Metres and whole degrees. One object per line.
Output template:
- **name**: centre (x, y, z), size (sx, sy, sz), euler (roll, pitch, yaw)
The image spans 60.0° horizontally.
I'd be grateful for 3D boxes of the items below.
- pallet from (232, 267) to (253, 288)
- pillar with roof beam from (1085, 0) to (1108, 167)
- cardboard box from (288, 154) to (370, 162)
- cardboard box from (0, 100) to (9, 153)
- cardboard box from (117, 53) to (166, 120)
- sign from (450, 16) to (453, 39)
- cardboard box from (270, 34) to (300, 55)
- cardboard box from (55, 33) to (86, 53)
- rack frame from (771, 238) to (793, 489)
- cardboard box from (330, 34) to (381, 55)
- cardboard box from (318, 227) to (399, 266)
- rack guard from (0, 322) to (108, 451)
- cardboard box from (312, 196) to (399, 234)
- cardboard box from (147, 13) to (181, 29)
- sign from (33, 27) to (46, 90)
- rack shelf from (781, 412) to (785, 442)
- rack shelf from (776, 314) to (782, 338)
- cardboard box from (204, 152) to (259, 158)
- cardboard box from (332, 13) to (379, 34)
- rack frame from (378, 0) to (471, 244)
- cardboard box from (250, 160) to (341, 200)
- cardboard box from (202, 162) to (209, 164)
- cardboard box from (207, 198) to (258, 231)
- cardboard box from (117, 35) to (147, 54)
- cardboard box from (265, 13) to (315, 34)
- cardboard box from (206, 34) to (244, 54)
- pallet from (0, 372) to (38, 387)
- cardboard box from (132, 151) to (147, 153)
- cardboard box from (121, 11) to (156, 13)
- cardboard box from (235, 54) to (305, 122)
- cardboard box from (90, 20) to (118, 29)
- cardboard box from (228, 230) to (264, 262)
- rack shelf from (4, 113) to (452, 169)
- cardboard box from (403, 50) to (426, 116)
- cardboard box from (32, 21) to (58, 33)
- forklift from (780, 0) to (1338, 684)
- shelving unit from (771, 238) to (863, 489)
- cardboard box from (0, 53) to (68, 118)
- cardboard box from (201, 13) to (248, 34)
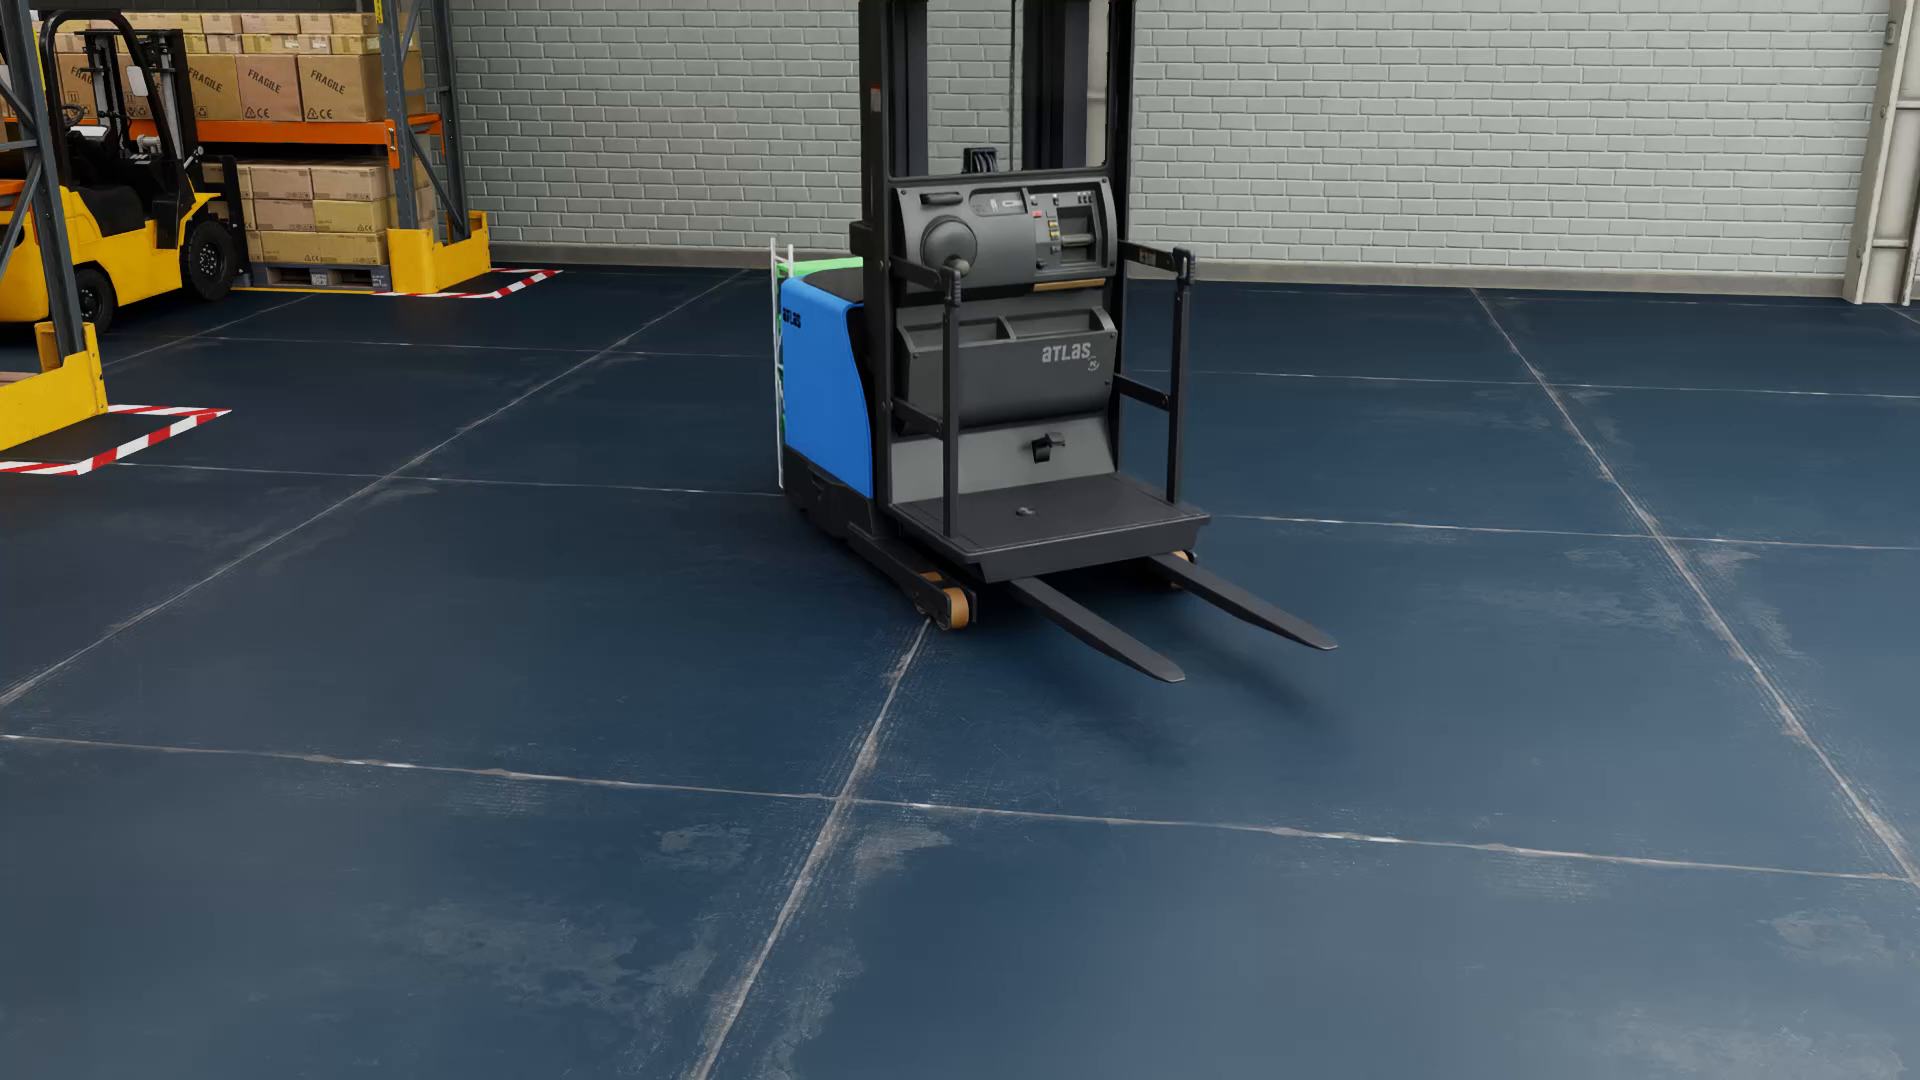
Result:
- **pallet**: centre (-6.224, -2.314, 13.886), size (1.213, 0.211, 1.003), euler (3, 19, 9)
- **pillar with roof beam**: centre (0.435, -5.060, 8.245), size (0.400, 9.000, 9.100), euler (3, 19, 9)
- **cardboard box**: centre (-5.200, -3.026, 13.714), size (0.500, 0.250, 0.500), euler (3, 19, 9)
- **cardboard box**: centre (-5.469, -2.293, 8.801), size (0.500, 0.500, 0.500), euler (3, 19, 8)
- **cardboard box**: centre (-6.304, -3.615, 13.223), size (0.500, 0.500, 0.500), euler (3, 19, 9)
- **sign**: centre (-4.167, -4.170, 13.551), size (0.005, 0.325, 0.100), euler (3, 19, 9)
- **cardboard box**: centre (-5.152, -3.869, 12.960), size (0.250, 0.149, 0.380), euler (3, 19, 10)
- **cardboard box**: centre (-6.930, -3.940, 13.172), size (0.250, 0.149, 0.380), euler (3, 19, 8)
- **rack frame**: centre (-0.817, -0.798, 7.796), size (0.015, 1.200, 0.240), euler (-9, 21, -26)
- **cardboard box**: centre (-4.648, -3.833, 12.853), size (0.250, 0.149, 0.380), euler (3, 19, 9)
- **cardboard box**: centre (-4.775, -2.369, 13.326), size (0.500, 0.250, 0.500), euler (3, 19, 9)
- **rack guard**: centre (-5.120, -0.812, 8.942), size (0.348, 0.500, 1.175), euler (3, 19, 9)
- **cardboard box**: centre (-4.792, -2.608, 13.253), size (0.500, 0.250, 0.500), euler (3, 19, 8)
- **cardboard box**: centre (-6.164, -4.072, 13.098), size (0.250, 0.149, 0.380), euler (3, 19, 9)
- **sign**: centre (-4.959, -2.574, 8.904), size (0.005, 0.325, 0.100), euler (3, 19, 9)
- **rack shelf**: centre (-0.600, -0.545, 7.997), size (0.480, 0.148, 0.258), euler (-9, 21, -26)
- **rack shelf**: centre (-0.600, -1.000, 7.845), size (0.480, 0.148, 0.258), euler (-9, 21, -26)
- **cardboard box**: centre (-6.197, -3.082, 13.883), size (0.500, 0.250, 0.500), euler (3, 19, 8)
- **cardboard box**: centre (-4.649, -3.997, 12.872), size (0.250, 0.149, 0.380), euler (3, 19, 9)
- **rack frame**: centre (-4.261, -3.549, 13.182), size (0.127, 3.000, 1.000), euler (3, 19, 9)
- **cardboard box**: centre (-5.271, -2.867, 13.241), size (0.500, 0.250, 0.500), euler (3, 19, 10)
- **cardboard box**: centre (-6.270, -2.918, 13.391), size (0.500, 0.250, 0.500), euler (3, 19, 8)
- **cardboard box**: centre (-5.798, -2.656, 13.396), size (0.500, 0.250, 0.500), euler (2, 19, 7)
- **cardboard box**: centre (-6.414, -3.923, 13.119), size (0.250, 0.149, 0.380), euler (3, 19, 8)
- **cardboard box**: centre (-5.160, -4.004, 12.894), size (0.250, 0.149, 0.380), euler (3, 19, 10)
- **cardboard box**: centre (-5.666, -3.884, 13.004), size (0.250, 0.149, 0.380), euler (2, 19, 7)
- **pallet**: centre (-5.917, -0.727, 9.143), size (1.213, 0.211, 1.003), euler (3, 19, 9)
- **cardboard box**: centre (-7.192, -3.134, 14.039), size (0.500, 0.250, 0.500), euler (3, 19, 8)
- **cardboard box**: centre (-6.833, -4.278, 13.712), size (0.250, 0.149, 0.380), euler (3, 19, 8)
- **cardboard box**: centre (-5.300, -3.568, 13.081), size (0.500, 0.500, 0.500), euler (4, 19, 10)
- **cardboard box**: centre (-6.659, -4.097, 13.172), size (0.250, 0.149, 0.380), euler (3, 19, 8)
- **cardboard box**: centre (-5.757, -2.425, 13.494), size (0.500, 0.250, 0.500), euler (3, 19, 9)
- **rack shelf**: centre (-6.236, -3.308, 13.597), size (4.000, 0.370, 1.077), euler (3, 19, 9)
- **cardboard box**: centre (-4.706, -3.708, 13.500), size (0.500, 0.500, 0.500), euler (4, 19, 10)
- **cardboard box**: centre (-7.179, -4.097, 13.172), size (0.250, 0.149, 0.380), euler (3, 19, 10)
- **forklift**: centre (0.289, -1.206, 6.289), size (1.130, 2.935, 3.031), euler (-9, 21, -25)
- **shelving unit**: centre (-0.600, -0.833, 7.901), size (0.503, 1.200, 0.258), euler (-9, 21, -26)
- **cardboard box**: centre (-7.297, -3.672, 13.394), size (0.500, 0.500, 0.500), euler (3, 19, 10)
- **cardboard box**: centre (-5.668, -4.018, 12.937), size (0.250, 0.149, 0.380), euler (3, 19, 10)
